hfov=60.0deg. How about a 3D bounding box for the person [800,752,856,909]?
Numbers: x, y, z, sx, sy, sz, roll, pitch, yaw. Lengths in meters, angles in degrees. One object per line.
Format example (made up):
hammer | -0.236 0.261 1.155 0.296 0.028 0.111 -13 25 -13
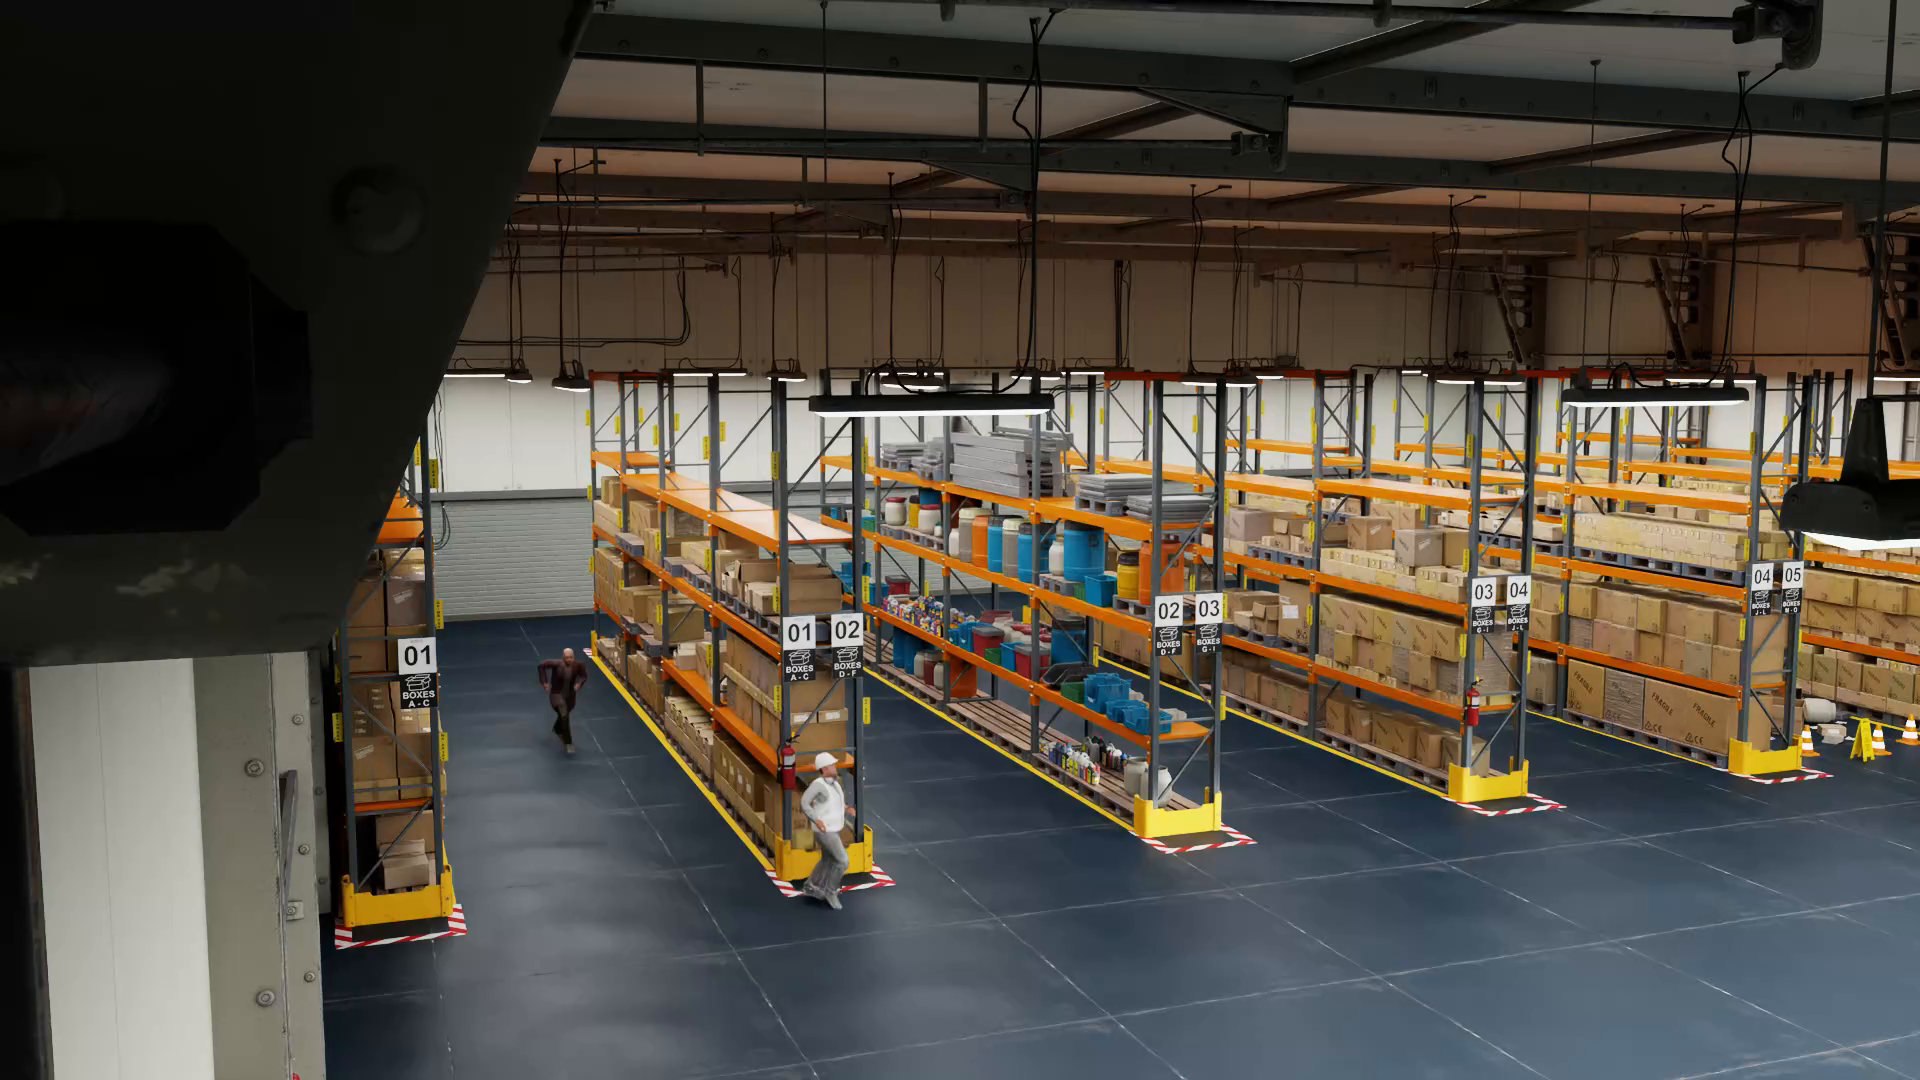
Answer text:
person | -1.515 3.344 19.112 0.669 1.820 0.644 2 7 14

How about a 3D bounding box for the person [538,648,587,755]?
person | -6.403 2.542 26.718 0.752 1.744 1.057 -3 7 -28
